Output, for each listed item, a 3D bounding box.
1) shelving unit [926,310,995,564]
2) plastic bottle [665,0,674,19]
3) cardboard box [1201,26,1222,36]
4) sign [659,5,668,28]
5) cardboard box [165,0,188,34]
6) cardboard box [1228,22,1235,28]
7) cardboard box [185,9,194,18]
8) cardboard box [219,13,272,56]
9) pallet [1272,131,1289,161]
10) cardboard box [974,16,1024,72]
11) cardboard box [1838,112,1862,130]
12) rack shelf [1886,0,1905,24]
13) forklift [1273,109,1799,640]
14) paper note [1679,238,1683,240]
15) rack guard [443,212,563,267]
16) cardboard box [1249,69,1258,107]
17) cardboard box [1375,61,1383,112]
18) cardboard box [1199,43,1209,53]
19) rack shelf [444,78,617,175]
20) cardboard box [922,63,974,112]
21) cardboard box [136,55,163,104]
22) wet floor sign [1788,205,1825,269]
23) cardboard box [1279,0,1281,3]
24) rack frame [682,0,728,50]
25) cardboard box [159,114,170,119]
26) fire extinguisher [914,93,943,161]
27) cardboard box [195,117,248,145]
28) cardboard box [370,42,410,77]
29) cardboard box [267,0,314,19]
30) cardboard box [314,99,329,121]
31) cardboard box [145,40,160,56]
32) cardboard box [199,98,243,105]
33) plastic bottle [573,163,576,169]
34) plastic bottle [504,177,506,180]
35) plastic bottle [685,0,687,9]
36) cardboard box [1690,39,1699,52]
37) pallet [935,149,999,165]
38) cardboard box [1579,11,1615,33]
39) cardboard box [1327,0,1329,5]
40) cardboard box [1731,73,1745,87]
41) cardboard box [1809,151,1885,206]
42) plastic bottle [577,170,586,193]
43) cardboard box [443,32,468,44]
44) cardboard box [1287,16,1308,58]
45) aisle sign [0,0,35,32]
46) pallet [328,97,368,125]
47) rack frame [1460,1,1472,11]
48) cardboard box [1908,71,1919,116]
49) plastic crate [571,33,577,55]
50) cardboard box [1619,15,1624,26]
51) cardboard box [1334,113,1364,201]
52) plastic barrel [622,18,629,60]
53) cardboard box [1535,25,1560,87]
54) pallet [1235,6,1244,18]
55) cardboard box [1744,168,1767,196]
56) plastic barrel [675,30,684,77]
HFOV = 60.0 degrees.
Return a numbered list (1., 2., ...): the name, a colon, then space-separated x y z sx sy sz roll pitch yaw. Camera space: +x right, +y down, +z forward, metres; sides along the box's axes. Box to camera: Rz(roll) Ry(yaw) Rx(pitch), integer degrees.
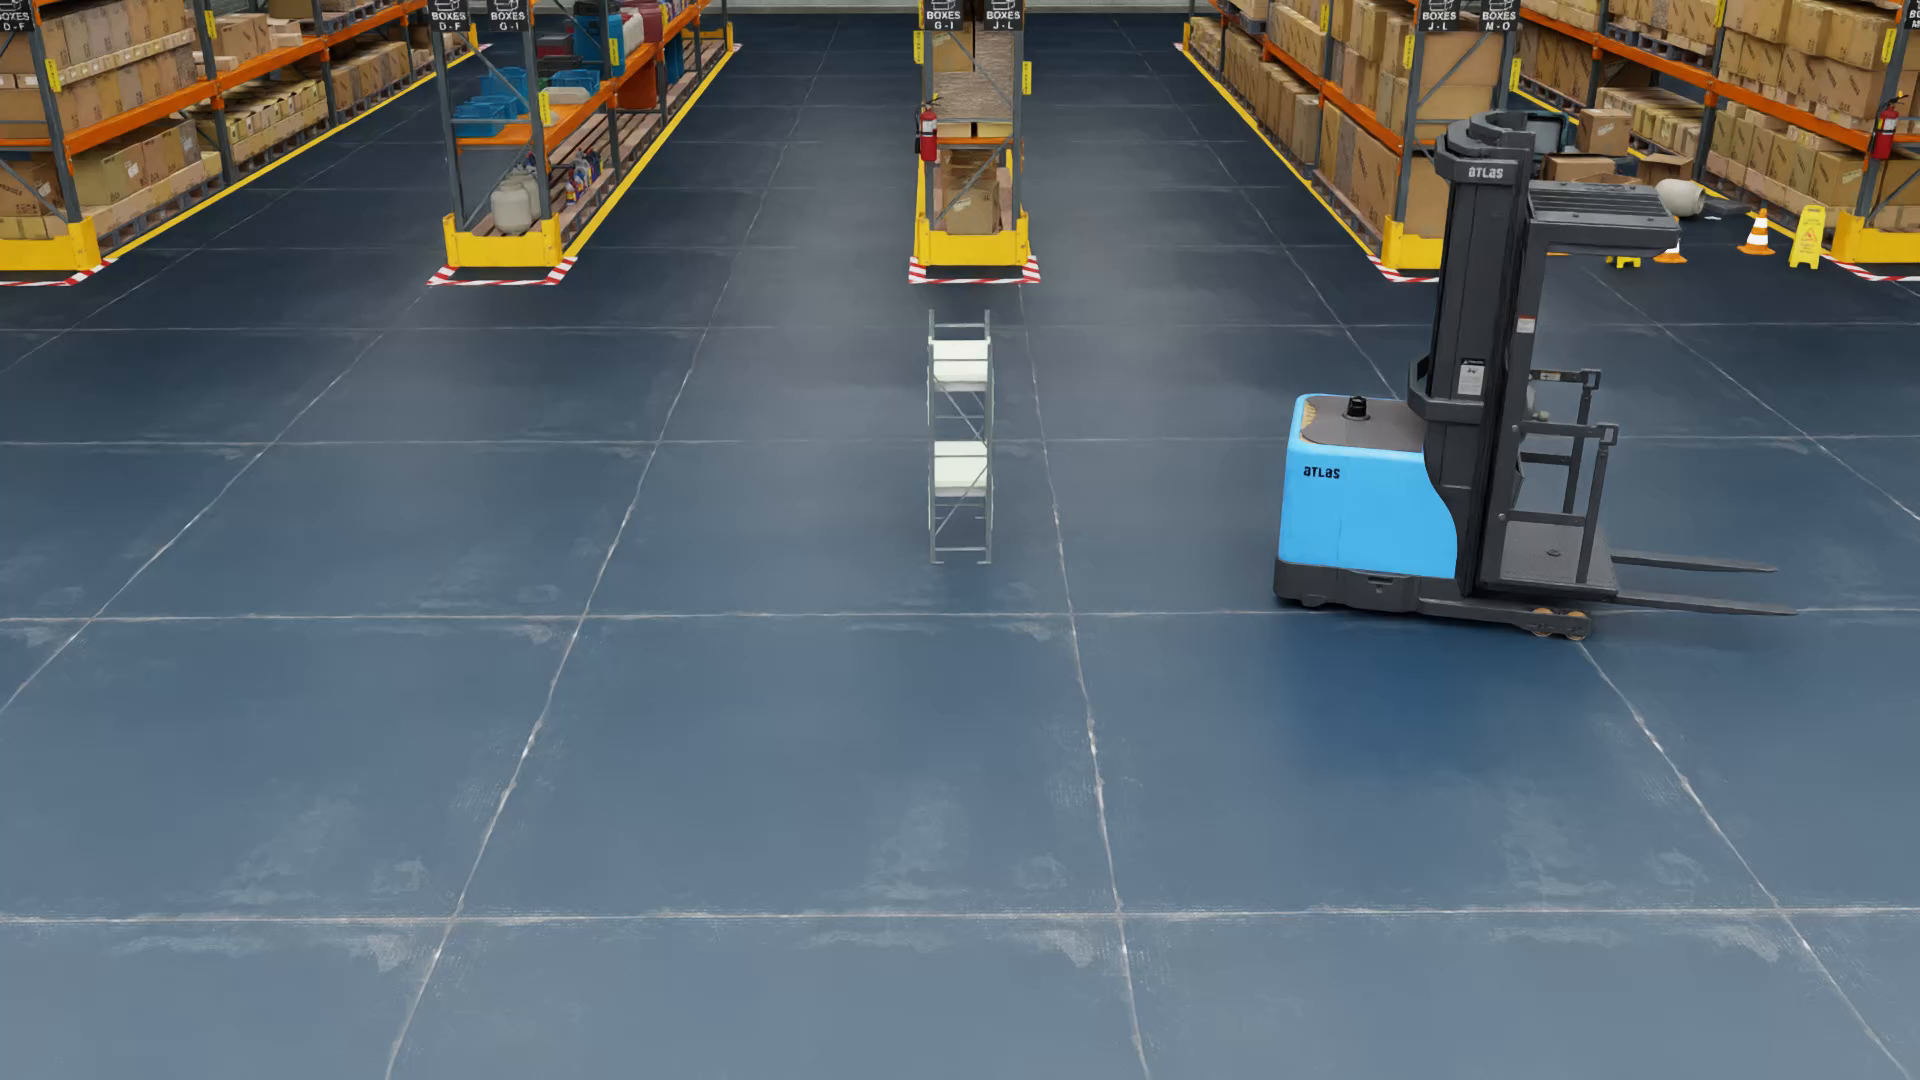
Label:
1. shelving unit: 0.000 -0.681 10.935 0.431 1.500 0.755 0 24 -1
2. plastic bottle: -4.599 -8.400 26.243 0.144 0.351 0.185 0 24 -1
3. cardboard box: 4.622 -9.309 30.420 0.380 0.149 0.250 0 24 0
4. sign: -4.354 -7.685 24.404 0.100 0.325 0.005 0 24 -1
5. cardboard box: -9.803 -6.390 20.044 0.700 0.500 0.500 0 24 0
6. cardboard box: 5.196 -9.534 30.919 0.380 0.149 0.250 -1 24 -3
7. cardboard box: -14.607 -9.865 31.159 0.380 0.149 0.250 -1 24 -1
8. cardboard box: -9.823 -6.939 22.831 0.500 0.500 0.500 -2 24 -3
9. pallet: 4.953 -5.511 23.179 1.003 0.211 1.213 0 24 -1
10. cardboard box: 0.402 -5.196 17.402 0.500 0.500 0.500 0 24 -1
11. cardboard box: 9.713 -4.518 17.905 0.380 0.149 0.250 -1 24 -1
12. rack shelf: 10.023 -6.239 18.637 1.077 0.370 4.000 0 24 -1
13. forklift: 3.526 -0.980 9.860 3.031 2.935 1.130 6 25 13
14. paper note: 8.044 -3.404 18.738 0.148 0.019 0.142 -9 26 -19
15. rack guard: -4.865 -3.201 17.721 1.175 0.500 0.348 0 24 -1
16. cardboard box: 4.741 -6.931 25.458 0.500 0.500 0.500 0 24 -1
17. cardboard box: 5.139 -4.991 18.463 0.875 0.550 0.550 0 24 -1
18. cardboard box: 4.609 -9.057 30.585 0.380 0.149 0.250 -1 24 -3
19. rack shelf: -4.839 -4.805 19.108 1.077 0.370 4.000 0 24 -1
20. cardboard box: 0.032 -4.945 18.060 0.875 0.500 0.500 0 24 -1
21. cardboard box: -9.789 -5.375 19.373 0.700 0.500 0.500 0 24 0
22. wet floor sign: 8.977 -3.220 17.587 0.267 0.644 0.232 8 26 18
23. cardboard box: 5.190 -8.417 26.015 0.380 0.149 0.250 0 24 0
24. rack frame: -4.992 -10.902 31.715 1.000 3.000 0.127 0 24 -1
25. cardboard box: -10.122 -5.024 20.636 0.500 0.500 0.500 0 24 -1
26. fire extinguisher: -0.324 -4.247 17.094 0.296 0.674 0.183 0 24 -1
27. cardboard box: -9.569 -5.302 21.479 0.500 0.311 0.500 0 24 0
28. cardboard box: -9.609 -8.092 28.002 0.500 0.500 0.500 0 24 -1
29. cardboard box: -9.977 -8.081 24.846 0.700 0.500 0.500 -9 26 -18
30. cardboard box: -9.608 -6.308 24.383 0.500 0.250 0.500 0 24 1
31. cardboard box: -9.587 -5.747 19.409 0.380 0.149 0.250 0 24 -1
32. cardboard box: -10.122 -5.923 22.853 0.500 0.311 0.500 -1 24 -1
33. plastic bottle: -4.662 -4.433 20.173 0.061 0.283 0.133 0 24 -1
34. plastic bottle: -5.295 -4.075 19.382 0.061 0.283 0.133 0 24 1
35. plastic bottle: -4.572 -8.945 27.528 0.061 0.283 0.133 0 24 -1
36. cardboard box: 9.735 -6.420 21.601 0.380 0.149 0.250 -1 24 -2
37. pallet: 0.082 -5.030 22.115 1.003 0.211 1.213 0 24 -1
38. cardboard box: 9.693 -7.811 25.063 0.500 0.250 0.500 -1 24 -2
39. cardboard box: 5.041 -6.666 21.014 0.700 0.500 0.500 -1 24 -1
40. cardboard box: 9.739 -5.674 20.461 0.380 0.149 0.250 0 24 1
41. cardboard box: 9.776 -3.985 18.338 0.500 0.500 0.500 0 24 0
42. plastic bottle: -4.532 -4.281 19.852 0.097 0.271 0.097 0 24 0
43. cardboard box: -9.692 -9.720 31.600 0.500 0.500 0.500 0 24 -1
44. cardboard box: 4.761 -6.845 22.624 0.500 0.500 0.500 -1 24 -1
45. aisle sign: -9.463 -5.447 16.499 0.394 0.787 0.004 0 24 -1
46. pallet: -9.828 -6.622 25.636 1.003 0.211 1.213 0 24 -1
47. rack frame: 9.870 -10.969 31.863 1.000 3.000 0.127 0 24 -1
48. cardboard box: 10.317 -4.753 17.637 0.500 0.500 0.500 -1 24 -1
49. plastic crate: -5.184 -6.403 21.787 0.392 0.384 0.575 0 24 -1
50. cardboard box: 9.745 -7.498 23.983 0.380 0.149 0.250 -2 24 -4
51. cardboard box: 5.003 -4.553 19.745 0.875 0.875 0.875 0 24 0
52. plastic barrel: -4.660 -6.717 22.296 0.433 0.535 0.433 0 24 0
53. cardboard box: 10.019 -7.916 27.182 0.875 0.875 0.875 0 24 1
54. pallet: 4.947 -8.337 26.275 1.003 0.211 1.213 0 24 -1
55. cardboard box: 9.763 -4.280 19.900 0.500 0.250 0.500 -1 24 -1
56. plastic barrel: -4.959 -8.265 27.920 0.600 0.901 0.708 0 24 -1
